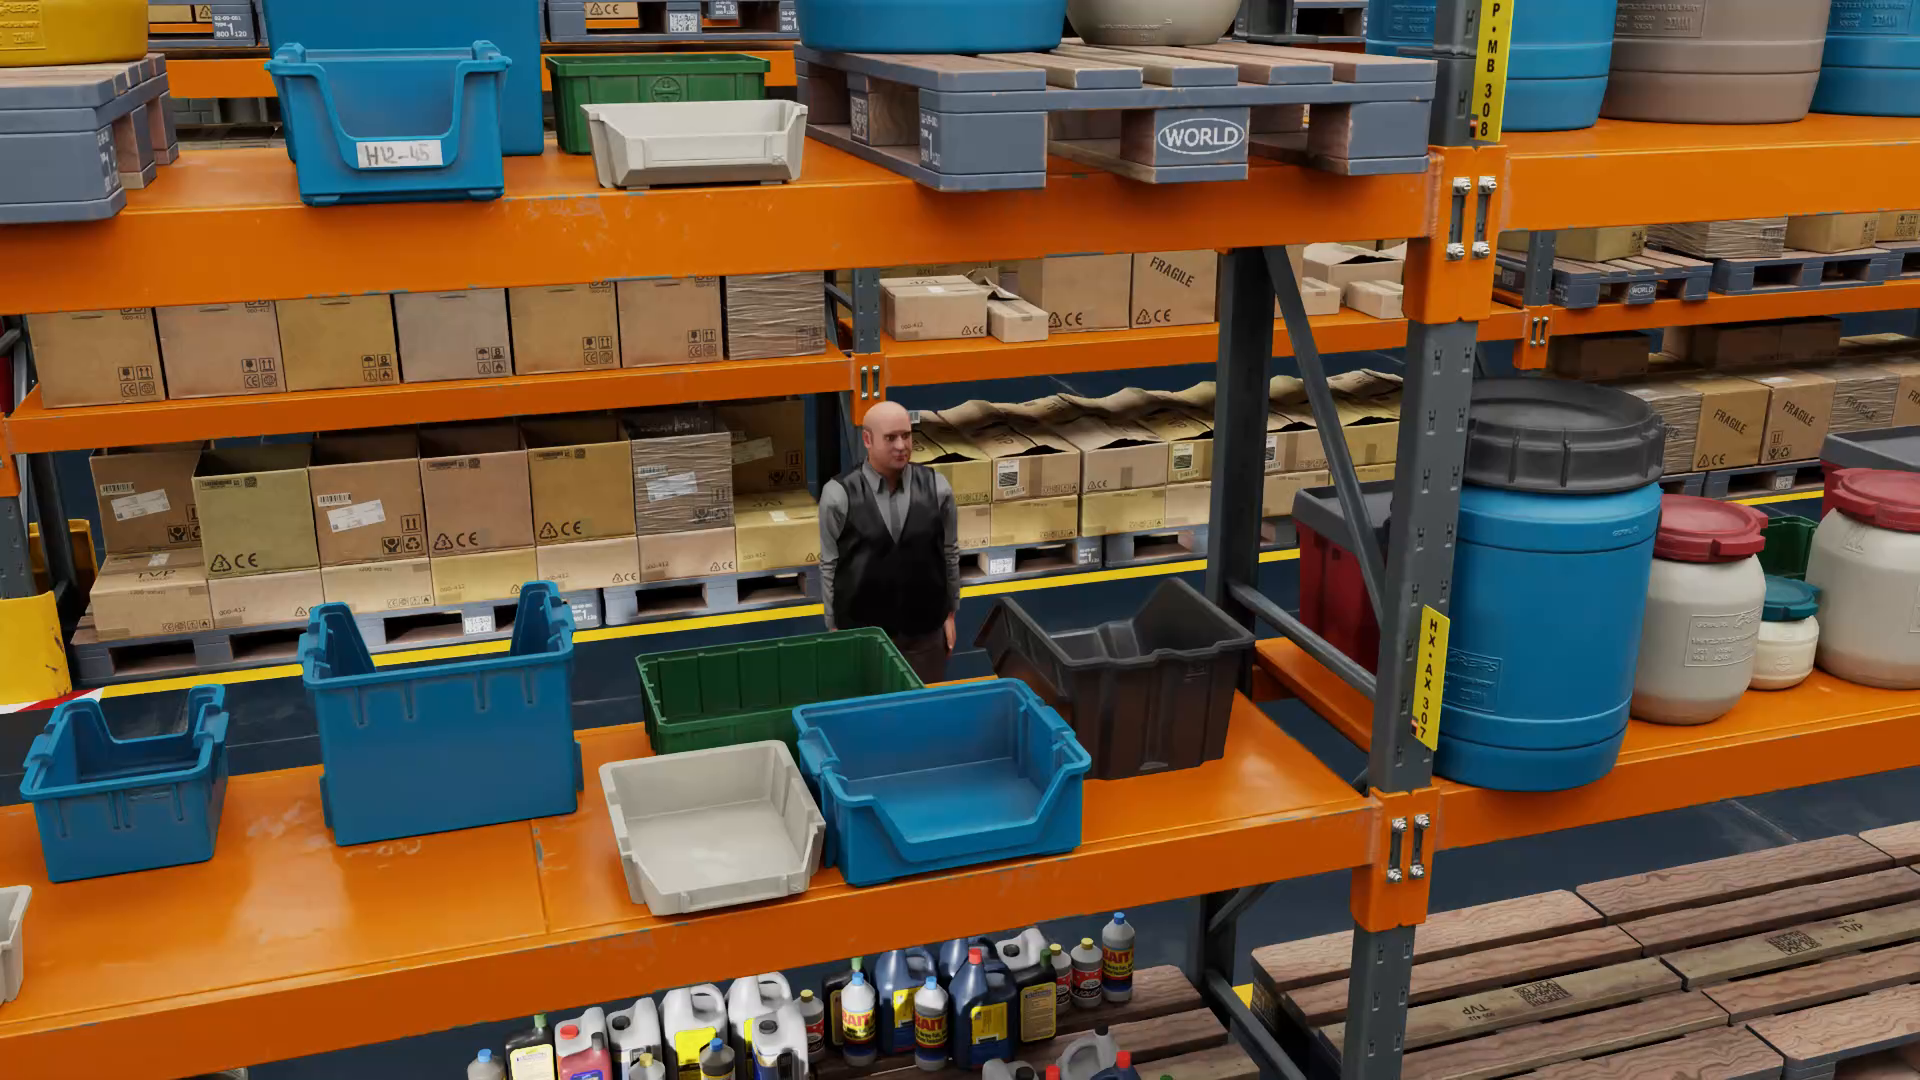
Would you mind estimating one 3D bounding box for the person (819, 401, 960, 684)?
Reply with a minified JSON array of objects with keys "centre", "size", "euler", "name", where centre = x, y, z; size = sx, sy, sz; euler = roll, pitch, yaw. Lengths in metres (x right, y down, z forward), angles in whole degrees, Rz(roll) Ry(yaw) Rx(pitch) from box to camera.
[{"centre":[-0.247,0.331,6.157],"size":[0.531,1.716,0.358],"euler":[-6,20,-16],"name":"person"}]
